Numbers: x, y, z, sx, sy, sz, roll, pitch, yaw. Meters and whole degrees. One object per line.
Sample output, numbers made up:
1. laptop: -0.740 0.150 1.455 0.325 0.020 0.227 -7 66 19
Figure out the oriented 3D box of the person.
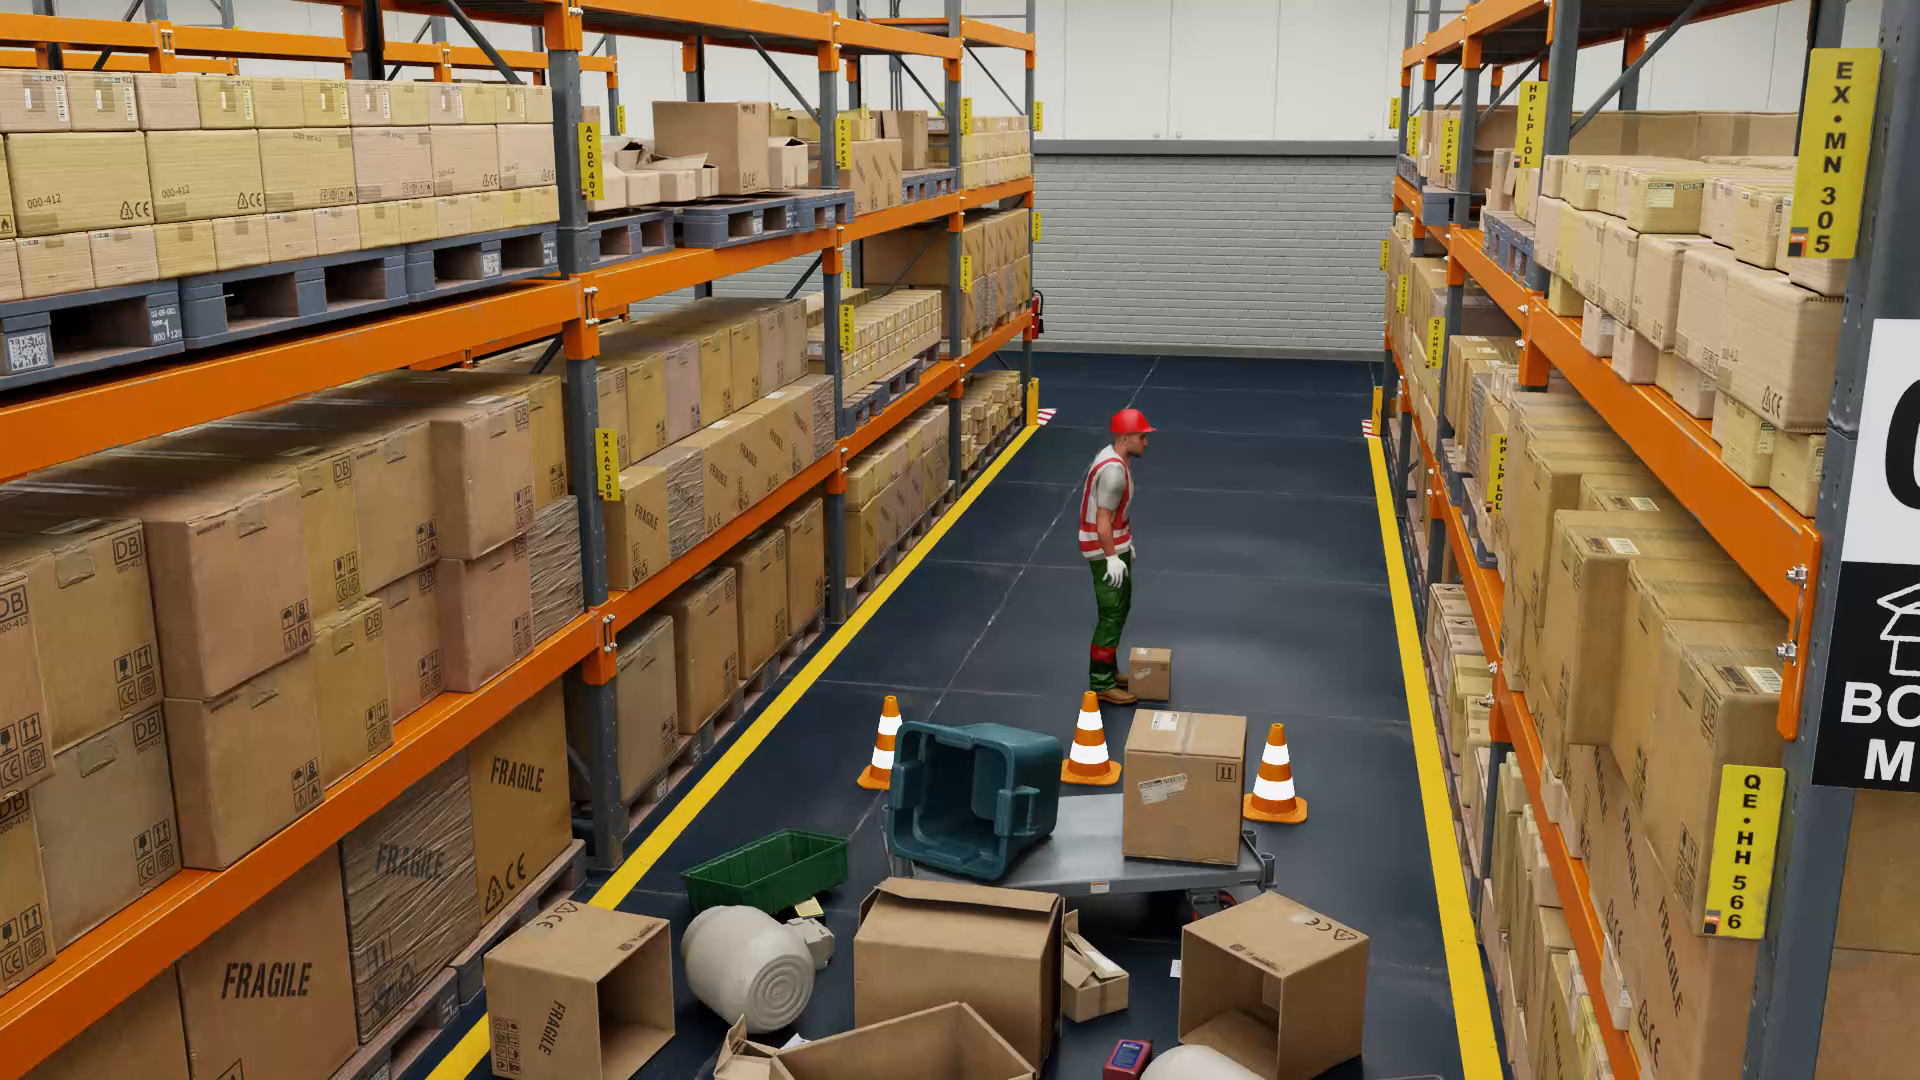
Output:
1. person: 0.954 0.082 10.162 0.450 1.780 0.607 3 15 11
